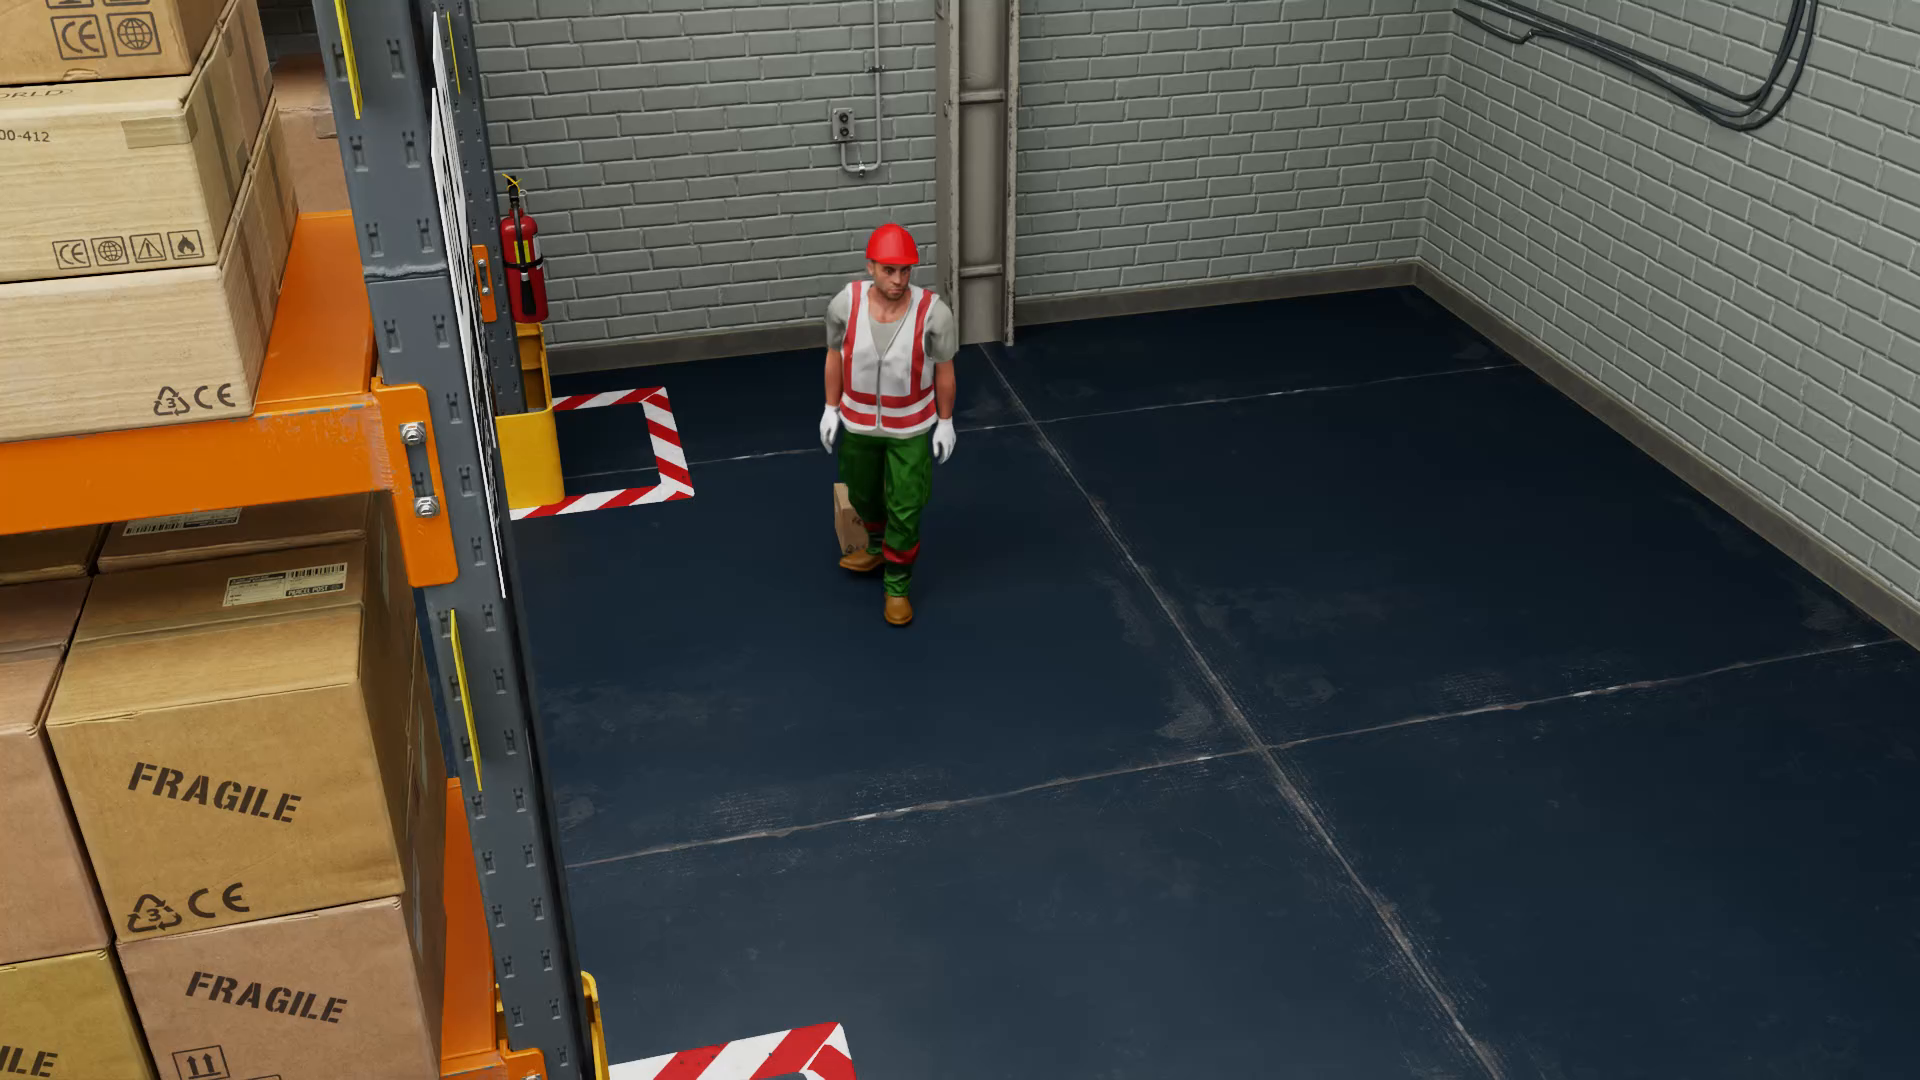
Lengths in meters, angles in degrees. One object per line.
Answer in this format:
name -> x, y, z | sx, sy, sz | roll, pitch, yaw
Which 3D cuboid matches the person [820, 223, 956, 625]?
person -> -0.295, -0.523, 7.015 | 0.580, 1.776, 0.571 | 6, 30, 10
